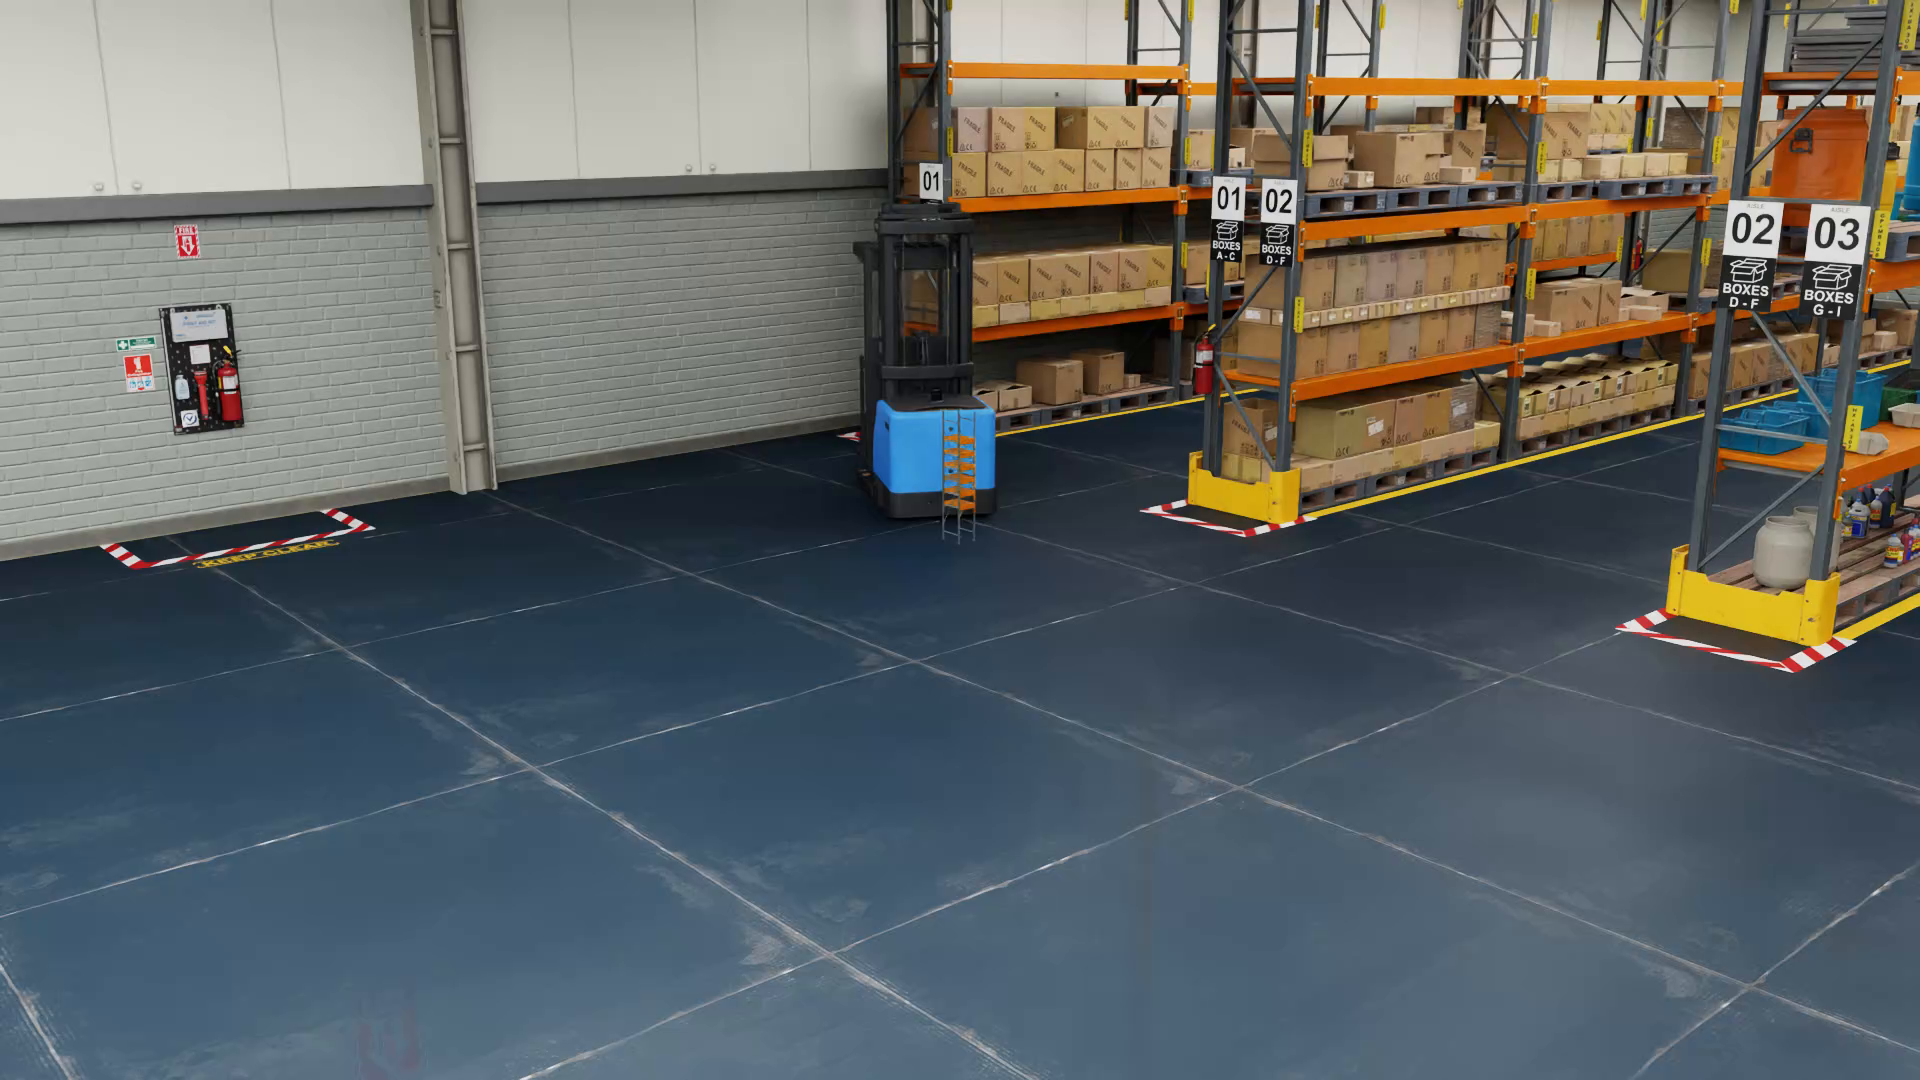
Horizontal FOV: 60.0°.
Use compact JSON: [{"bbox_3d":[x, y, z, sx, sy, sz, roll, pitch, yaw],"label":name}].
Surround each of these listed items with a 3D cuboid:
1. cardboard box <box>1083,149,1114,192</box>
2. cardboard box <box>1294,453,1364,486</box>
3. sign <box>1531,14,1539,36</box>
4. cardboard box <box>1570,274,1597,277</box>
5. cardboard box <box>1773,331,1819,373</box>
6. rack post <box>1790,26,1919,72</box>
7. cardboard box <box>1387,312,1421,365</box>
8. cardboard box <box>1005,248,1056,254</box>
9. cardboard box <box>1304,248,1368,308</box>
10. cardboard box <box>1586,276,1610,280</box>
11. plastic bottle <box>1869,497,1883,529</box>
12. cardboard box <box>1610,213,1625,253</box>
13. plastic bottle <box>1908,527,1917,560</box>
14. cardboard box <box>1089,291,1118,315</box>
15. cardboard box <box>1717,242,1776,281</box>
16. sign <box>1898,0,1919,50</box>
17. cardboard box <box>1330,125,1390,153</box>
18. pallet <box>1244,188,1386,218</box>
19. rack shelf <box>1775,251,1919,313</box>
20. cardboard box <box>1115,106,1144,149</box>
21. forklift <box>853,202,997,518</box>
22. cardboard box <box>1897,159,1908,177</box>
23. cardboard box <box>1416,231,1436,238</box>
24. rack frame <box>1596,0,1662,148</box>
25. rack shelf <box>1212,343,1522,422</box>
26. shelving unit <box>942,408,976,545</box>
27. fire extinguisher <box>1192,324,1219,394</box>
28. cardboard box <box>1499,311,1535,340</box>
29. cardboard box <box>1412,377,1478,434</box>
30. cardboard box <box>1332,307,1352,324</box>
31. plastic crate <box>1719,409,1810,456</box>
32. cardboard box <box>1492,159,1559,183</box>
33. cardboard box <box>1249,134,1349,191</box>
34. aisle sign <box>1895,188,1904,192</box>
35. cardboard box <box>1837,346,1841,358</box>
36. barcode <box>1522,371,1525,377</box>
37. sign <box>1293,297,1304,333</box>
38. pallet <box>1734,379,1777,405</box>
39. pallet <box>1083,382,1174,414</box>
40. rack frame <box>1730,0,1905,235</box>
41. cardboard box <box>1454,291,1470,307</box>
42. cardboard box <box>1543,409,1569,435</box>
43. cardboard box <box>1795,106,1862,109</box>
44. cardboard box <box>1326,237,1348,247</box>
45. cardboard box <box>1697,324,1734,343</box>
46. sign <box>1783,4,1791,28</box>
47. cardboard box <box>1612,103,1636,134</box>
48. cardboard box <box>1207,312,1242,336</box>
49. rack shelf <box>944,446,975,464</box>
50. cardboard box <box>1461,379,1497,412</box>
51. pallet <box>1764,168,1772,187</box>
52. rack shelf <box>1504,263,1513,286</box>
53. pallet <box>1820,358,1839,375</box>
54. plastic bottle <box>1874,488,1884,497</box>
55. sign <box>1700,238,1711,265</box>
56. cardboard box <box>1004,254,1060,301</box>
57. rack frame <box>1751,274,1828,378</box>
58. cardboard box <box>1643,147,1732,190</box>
[{"bbox_3d":[1.545,-4.571,20.506,0.500,0.500,0.500,-14,20,-41],"label":"cardboard box"},{"bbox_3d":[3.709,-0.748,16.753,0.500,0.250,0.500,-13,19,-39],"label":"cardboard box"},{"bbox_3d":[8.947,-8.022,25.880,0.005,0.325,0.100,-13,19,-39],"label":"sign"},{"bbox_3d":[11.100,-4.646,29.602,0.250,0.149,0.380,-12,19,-39],"label":"cardboard box"},{"bbox_3d":[11.652,-2.639,23.309,0.500,0.500,0.500,-13,20,-40],"label":"cardboard box"},{"bbox_3d":[6.686,-3.536,12.019,0.954,0.300,0.937,-10,18,-33],"label":"rack post"},{"bbox_3d":[4.310,-2.128,17.212,0.500,0.500,0.700,-12,19,-38],"label":"cardboard box"},{"bbox_3d":[0.898,-3.382,20.899,0.500,0.500,0.500,-12,19,-39],"label":"cardboard box"},{"bbox_3d":[3.577,-2.592,16.432,0.500,0.500,0.700,-13,20,-41],"label":"cardboard box"},{"bbox_3d":[11.159,-4.528,29.163,0.250,0.149,0.380,-13,20,-40],"label":"cardboard box"},{"bbox_3d":[8.138,-0.244,14.784,0.097,0.271,0.097,0,15,0],"label":"plastic bottle"},{"bbox_3d":[11.221,-5.471,29.340,0.700,0.700,0.980,-12,19,-37],"label":"cardboard box"},{"bbox_3d":[7.863,0.025,13.777,0.097,0.271,0.097,0,15,0],"label":"plastic bottle"},{"bbox_3d":[1.638,-3.009,20.954,0.500,0.250,0.500,-13,20,-40],"label":"cardboard box"},{"bbox_3d":[10.544,-3.713,22.332,0.700,0.500,0.500,10,18,33],"label":"cardboard box"},{"bbox_3d":[6.390,-3.465,11.191,0.005,0.325,0.100,-13,19,-39],"label":"sign"},{"bbox_3d":[5.885,-5.862,24.523,0.700,0.500,0.500,14,21,43],"label":"cardboard box"},{"bbox_3d":[3.334,-3.262,16.008,1.213,0.211,1.003,-13,19,-39],"label":"pallet"},{"bbox_3d":[7.541,-2.216,13.316,4.000,0.370,1.077,-13,19,-39],"label":"rack shelf"},{"bbox_3d":[1.938,-5.139,20.695,0.500,0.500,0.500,-11,19,-36],"label":"cardboard box"},{"bbox_3d":[-0.468,-1.957,16.896,1.130,2.935,3.031,-3,15,-12],"label":"forklift"},{"bbox_3d":[13.498,-5.438,24.275,0.500,0.250,0.500,-13,19,-39],"label":"cardboard box"},{"bbox_3d":[6.875,-4.465,25.343,0.500,0.500,0.500,-13,20,-40],"label":"cardboard box"},{"bbox_3d":[11.599,-8.313,28.935,0.127,3.000,1.000,-13,19,-39],"label":"rack frame"},{"bbox_3d":[4.292,-1.732,17.316,4.000,0.370,1.077,-13,19,-39],"label":"rack shelf"},{"bbox_3d":[-0.011,-0.577,15.086,0.189,1.200,0.258,-13,19,-39],"label":"shelving unit"},{"bbox_3d":[2.389,-1.774,16.228,0.183,0.674,0.296,-13,19,-39],"label":"fire extinguisher"},{"bbox_3d":[6.144,-2.438,18.855,0.500,0.250,0.500,-11,19,-36],"label":"cardboard box"},{"bbox_3d":[5.210,-1.452,17.933,0.500,0.500,0.500,-13,19,-39],"label":"cardboard box"},{"bbox_3d":[3.607,-2.214,16.276,0.250,0.149,0.380,-13,19,-39],"label":"cardboard box"},{"bbox_3d":[6.213,-0.847,12.896,0.616,0.251,0.499,-13,19,-39],"label":"plastic crate"},{"bbox_3d":[6.272,-4.100,18.453,0.500,0.250,0.500,-10,18,-34],"label":"cardboard box"},{"bbox_3d":[3.220,-3.607,15.843,0.637,0.503,0.797,-11,18,-36],"label":"cardboard box"},{"bbox_3d":[14.712,-5.776,26.023,0.004,0.787,0.394,-13,19,-39],"label":"aisle sign"},{"bbox_3d":[12.941,-2.795,24.538,0.250,0.166,0.380,-13,19,-39],"label":"cardboard box"},{"bbox_3d":[6.267,-1.849,18.491,0.075,0.075,0.001,-13,19,-39],"label":"barcode"},{"bbox_3d":[3.143,-2.088,15.424,0.005,0.325,0.100,-13,19,-39],"label":"sign"},{"bbox_3d":[10.327,-2.073,22.603,1.213,0.211,1.003,-13,19,-39],"label":"pallet"},{"bbox_3d":[2.063,-1.914,22.007,1.213,0.211,1.003,-13,19,-39],"label":"pallet"},{"bbox_3d":[6.032,-3.674,11.568,0.127,3.000,1.000,-13,19,-39],"label":"rack frame"},{"bbox_3d":[5.155,-2.561,17.575,0.250,0.149,0.380,-13,20,-39],"label":"cardboard box"},{"bbox_3d":[6.655,-1.399,19.190,0.500,0.250,0.500,-12,19,-38],"label":"cardboard box"},{"bbox_3d":[12.178,-5.844,23.372,0.500,0.500,0.700,-13,19,-39],"label":"cardboard box"},{"bbox_3d":[5.216,-4.239,24.261,0.700,0.500,0.500,13,20,40],"label":"cardboard box"},{"bbox_3d":[10.179,-2.852,22.652,0.500,0.250,0.500,-13,20,-40],"label":"cardboard box"},{"bbox_3d":[11.494,-7.270,23.067,0.005,0.325,0.100,-13,19,-39],"label":"sign"},{"bbox_3d":[11.226,-7.228,28.515,0.500,0.500,0.500,-13,20,-40],"label":"cardboard box"},{"bbox_3d":[3.811,-3.041,23.362,0.500,0.250,0.500,-13,20,-41],"label":"cardboard box"},{"bbox_3d":[-0.011,-0.766,15.036,0.180,0.103,0.258,-13,19,-39],"label":"rack shelf"},{"bbox_3d":[5.918,-1.688,19.185,0.500,0.311,0.500,-13,19,-39],"label":"cardboard box"},{"bbox_3d":[10.518,-4.859,22.179,1.003,0.211,1.213,-13,19,-39],"label":"pallet"},{"bbox_3d":[7.073,-4.051,25.997,4.000,0.370,1.077,-13,19,-39],"label":"rack shelf"},{"bbox_3d":[12.355,-2.542,24.359,1.213,0.211,1.003,-13,19,-39],"label":"pallet"},{"bbox_3d":[8.296,-0.321,15.066,0.135,0.276,0.152,-12,19,-37],"label":"plastic bottle"},{"bbox_3d":[9.185,-3.548,20.476,0.005,0.325,0.100,-13,19,-39],"label":"sign"},{"bbox_3d":[0.860,-3.194,20.195,0.500,0.500,0.500,-13,20,-41],"label":"cardboard box"},{"bbox_3d":[11.836,-3.774,23.565,0.127,3.000,1.000,-13,19,-39],"label":"rack frame"},{"bbox_3d":[9.126,-4.674,20.929,0.500,0.500,0.910,-13,19,-39],"label":"cardboard box"}]
